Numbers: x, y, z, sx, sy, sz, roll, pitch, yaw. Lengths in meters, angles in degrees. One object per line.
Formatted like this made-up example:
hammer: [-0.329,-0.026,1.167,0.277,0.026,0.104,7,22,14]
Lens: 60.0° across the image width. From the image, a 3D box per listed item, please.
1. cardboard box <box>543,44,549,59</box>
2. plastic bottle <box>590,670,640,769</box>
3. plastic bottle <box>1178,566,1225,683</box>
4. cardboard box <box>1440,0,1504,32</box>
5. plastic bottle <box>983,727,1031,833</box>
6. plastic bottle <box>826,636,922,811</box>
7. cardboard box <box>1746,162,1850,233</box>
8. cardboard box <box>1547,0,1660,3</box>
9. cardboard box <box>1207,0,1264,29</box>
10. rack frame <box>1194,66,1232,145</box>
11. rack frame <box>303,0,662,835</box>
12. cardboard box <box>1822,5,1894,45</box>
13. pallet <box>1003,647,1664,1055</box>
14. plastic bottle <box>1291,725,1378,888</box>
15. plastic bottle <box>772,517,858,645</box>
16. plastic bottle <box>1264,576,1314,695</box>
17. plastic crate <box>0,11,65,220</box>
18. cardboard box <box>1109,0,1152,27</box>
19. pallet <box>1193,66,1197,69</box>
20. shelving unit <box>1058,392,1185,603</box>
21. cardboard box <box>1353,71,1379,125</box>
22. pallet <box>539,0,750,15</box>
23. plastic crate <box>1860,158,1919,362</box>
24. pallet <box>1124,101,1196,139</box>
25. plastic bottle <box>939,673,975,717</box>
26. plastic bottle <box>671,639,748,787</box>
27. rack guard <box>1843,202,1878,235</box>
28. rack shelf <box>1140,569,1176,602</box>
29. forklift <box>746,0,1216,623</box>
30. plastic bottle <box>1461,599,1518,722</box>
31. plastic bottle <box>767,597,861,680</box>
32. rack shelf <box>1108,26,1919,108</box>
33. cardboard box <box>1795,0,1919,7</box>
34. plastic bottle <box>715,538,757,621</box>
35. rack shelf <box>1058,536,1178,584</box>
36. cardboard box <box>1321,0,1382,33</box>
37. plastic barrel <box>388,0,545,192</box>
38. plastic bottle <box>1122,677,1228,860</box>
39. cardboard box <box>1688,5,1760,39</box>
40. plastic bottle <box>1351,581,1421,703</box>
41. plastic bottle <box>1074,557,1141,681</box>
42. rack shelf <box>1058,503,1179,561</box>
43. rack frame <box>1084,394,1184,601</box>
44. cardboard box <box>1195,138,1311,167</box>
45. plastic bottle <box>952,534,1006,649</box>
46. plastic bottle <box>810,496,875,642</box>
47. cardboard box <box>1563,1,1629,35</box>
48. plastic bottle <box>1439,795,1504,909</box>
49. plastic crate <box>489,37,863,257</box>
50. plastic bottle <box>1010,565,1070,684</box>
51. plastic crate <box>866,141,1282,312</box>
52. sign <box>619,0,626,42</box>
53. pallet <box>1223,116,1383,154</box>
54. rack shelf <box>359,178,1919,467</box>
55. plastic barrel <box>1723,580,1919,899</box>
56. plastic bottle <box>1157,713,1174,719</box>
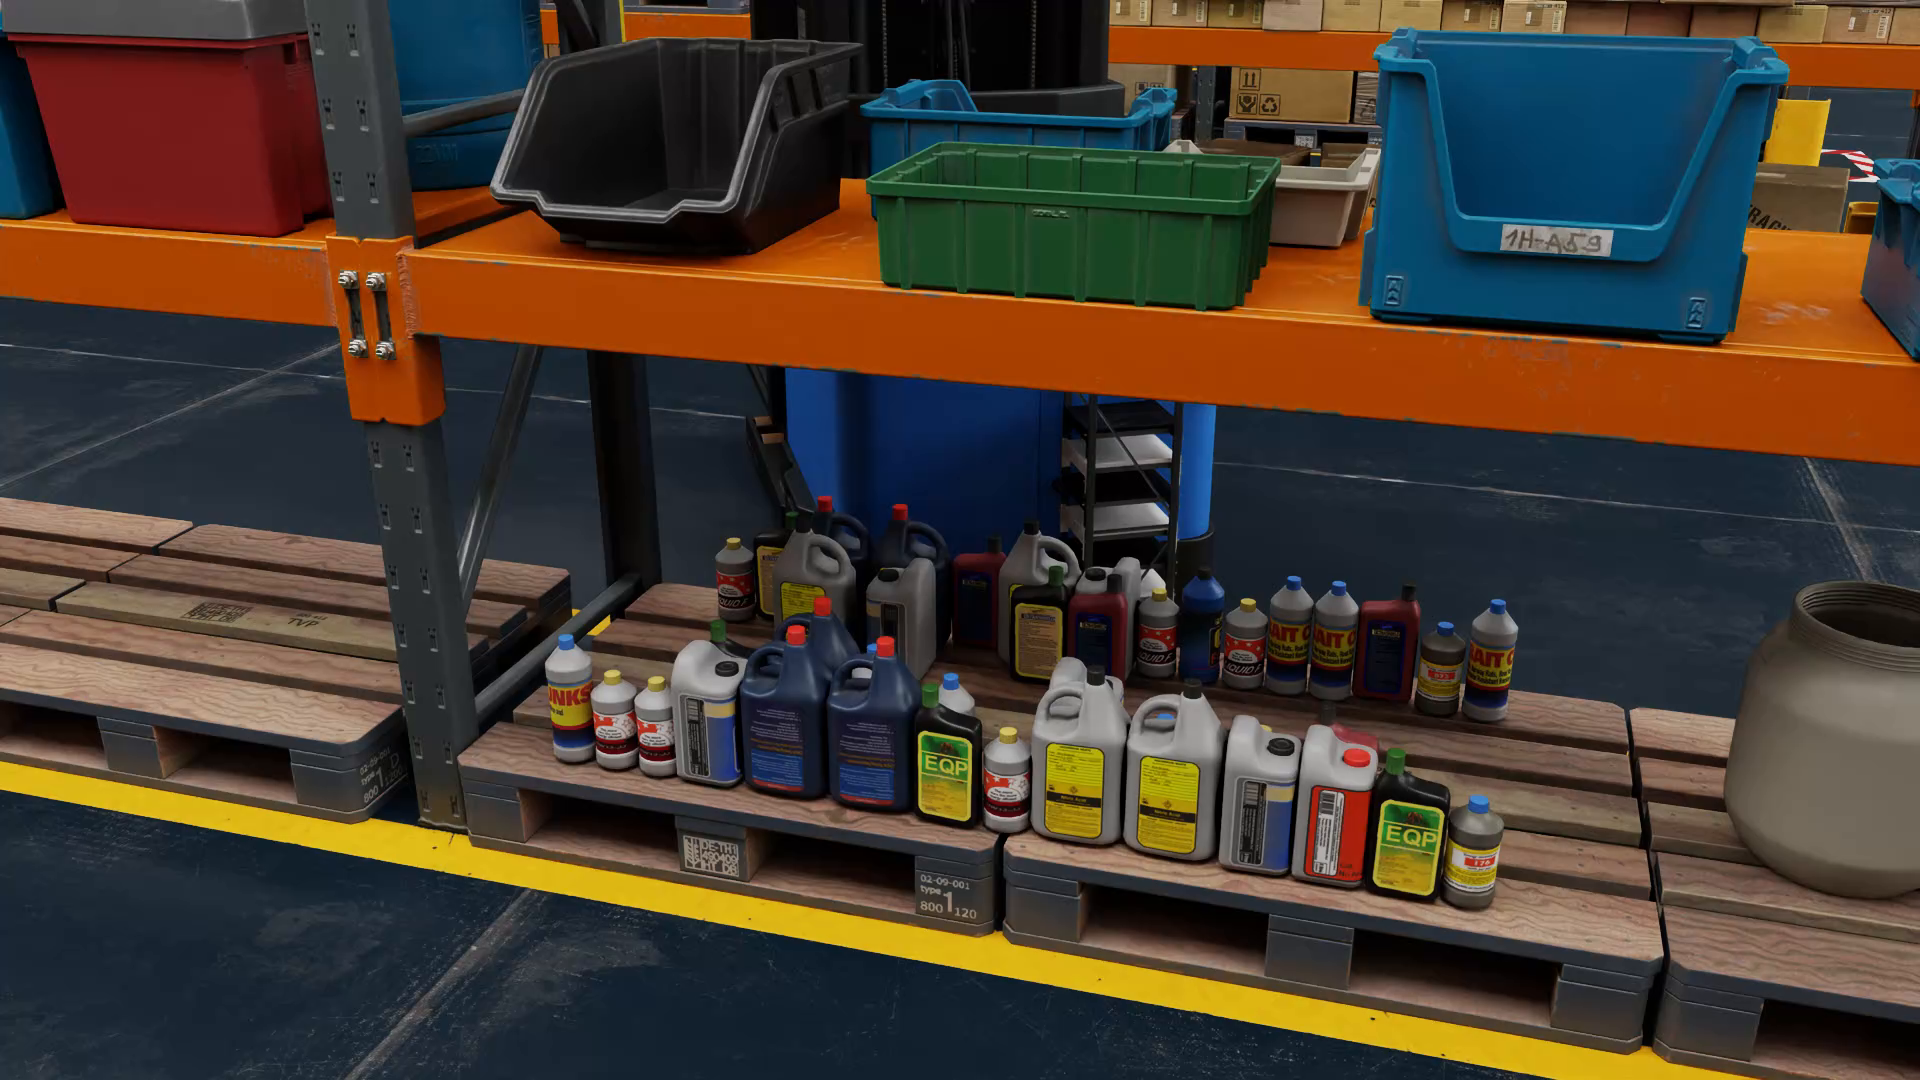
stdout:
cardboard box: [-3.585,-4.078,14.001,0.500,0.500,0.500,5,23,13]
plastic bottle: [-0.728,0.372,3.517,0.097,0.201,0.097,0,22,0]
plastic bottle: [0.562,0.190,3.869,0.097,0.271,0.097,0,22,0]
cardboard box: [2.239,-2.304,7.265,0.250,0.149,0.380,7,23,16]
plastic bottle: [0.094,0.467,3.288,0.097,0.201,0.097,0,22,0]
plastic bottle: [-0.170,0.358,3.356,0.185,0.351,0.144,6,23,13]
cardboard box: [3.664,-1.397,7.465,0.500,0.500,0.500,11,25,25]
cardboard box: [2.759,-2.621,7.183,0.500,0.500,0.875,7,23,16]
cardboard box: [1.271,-2.401,7.502,0.250,0.149,0.380,7,23,16]
rack frame: [1.957,-4.515,12.324,0.127,3.000,1.000,7,23,16]
rack frame: [-1.003,-0.924,3.570,0.127,3.000,1.000,7,23,16]
cardboard box: [3.685,-2.153,6.897,0.250,0.149,0.380,7,23,16]
pallet: [0.799,0.588,3.559,1.213,0.211,1.003,7,23,16]
plastic bottle: [0.708,0.491,3.129,0.135,0.276,0.152,7,23,16]
plastic bottle: [-0.345,0.116,3.945,0.185,0.351,0.144,7,23,16]
plastic bottle: [0.756,0.213,3.814,0.097,0.271,0.097,0,22,0]
plastic crate: [-2.149,-0.925,3.592,0.575,0.384,0.392,7,23,16]
cardboard box: [0.782,-2.442,7.603,0.250,0.149,0.380,7,23,16]
pallet: [2.544,-5.119,17.471,1.213,0.211,1.003,7,23,16]
shelving unit: [0.403,-0.062,4.235,0.258,0.900,0.210,-5,23,-12]
cardboard box: [3.403,-3.534,12.179,0.875,0.875,0.875,7,23,16]
pallet: [-1.495,-2.871,8.570,1.213,0.211,1.003,7,23,16]
plastic crate: [1.640,-0.436,2.577,0.408,0.251,0.499,7,23,16]
pallet: [1.196,-3.282,12.992,1.213,0.211,1.003,7,23,16]
plastic bottle: [-0.018,0.397,3.365,0.097,0.271,0.097,0,22,0]
plastic bottle: [-0.508,0.352,3.468,0.135,0.276,0.152,7,23,17]
rack guard: [4.184,-1.137,7.383,0.348,0.500,1.175,7,23,16]
rack shelf: [0.403,0.135,4.316,0.258,0.077,0.200,-5,23,-12]
forklift: [-0.145,-1.588,5.278,1.130,2.935,3.031,-5,23,-12]
plastic bottle: [1.180,0.261,3.696,0.097,0.271,0.097,0,22,0]
plastic bottle: [-0.309,0.285,3.534,0.185,0.351,0.144,7,23,16]
rack shelf: [2.342,-2.172,7.559,4.000,0.370,1.077,7,23,16]
cardboard box: [3.738,-2.539,6.984,0.500,0.500,0.875,7,23,16]
plastic bottle: [-0.566,0.094,4.197,0.097,0.201,0.097,0,22,0]
rack shelf: [0.403,0.052,4.282,0.258,0.077,0.200,-5,23,-12]
cardboard box: [1.750,-2.346,7.369,0.250,0.149,0.380,7,23,16]
plastic barrel: [-1.286,-1.308,3.847,0.708,0.901,0.600,7,23,16]
plastic bottle: [0.415,0.425,3.192,0.185,0.351,0.144,8,23,18]
cardboard box: [3.196,-2.194,6.998,0.250,0.149,0.380,7,23,16]
plastic bottle: [0.969,0.224,3.770,0.133,0.283,0.061,7,23,16]
plastic bottle: [0.344,0.174,3.902,0.135,0.276,0.152,7,23,16]
rack shelf: [0.403,-0.031,4.248,0.258,0.077,0.200,-5,23,-12]
rack frame: [0.426,-0.025,4.144,0.240,0.900,0.006,-5,23,-12]
cardboard box: [1.349,-1.643,8.063,0.500,0.500,0.500,15,27,32]
plastic bottle: [0.048,0.119,4.027,0.133,0.283,0.061,8,24,19]
plastic bottle: [-0.304,0.064,4.073,0.185,0.351,0.144,6,23,14]
cardboard box: [2.723,-2.256,7.149,0.250,0.149,0.380,7,23,16]
plastic bottle: [0.941,0.564,3.051,0.097,0.201,0.097,0,22,0]
plastic crate: [-0.539,-0.792,3.329,0.504,0.338,0.767,7,23,16]
plastic bottle: [0.184,0.192,3.850,0.133,0.283,0.061,7,23,16]
plastic crate: [0.215,-0.575,2.998,0.662,0.188,0.450,7,23,16]
sign: [-0.834,-1.251,4.002,0.005,0.325,0.100,7,23,16]
pallet: [2.662,-3.113,12.580,1.213,0.211,1.003,7,23,15]
rack shelf: [0.911,-0.372,3.172,4.000,0.370,1.077,7,23,16]
plastic barrel: [1.694,0.372,3.136,0.421,0.512,0.421,0,22,0]
plastic bottle: [0.408,0.445,3.339,0.097,0.201,0.097,0,22,0]
